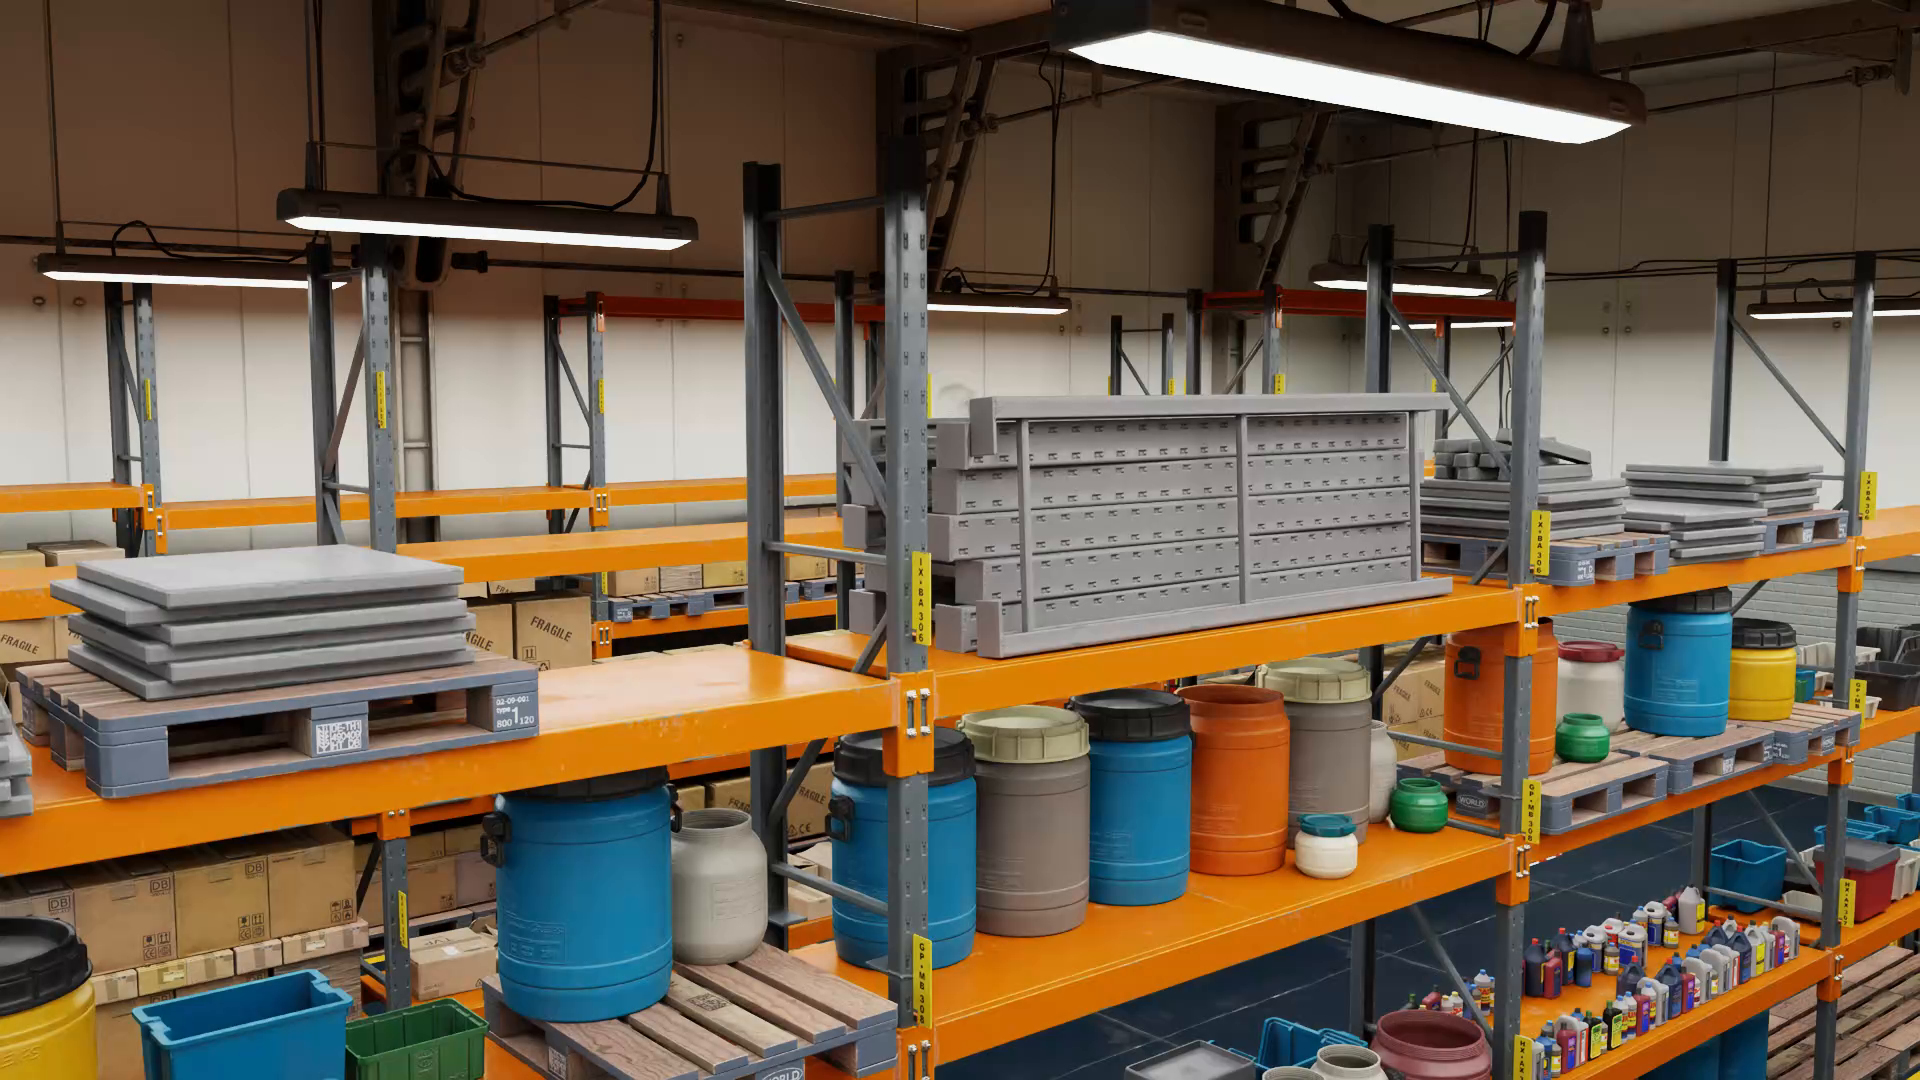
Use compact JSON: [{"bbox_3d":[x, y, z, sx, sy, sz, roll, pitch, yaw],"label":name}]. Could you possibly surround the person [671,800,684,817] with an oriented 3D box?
[{"bbox_3d":[-2.271,3.030,13.443,0.950,1.742,0.668,-4,7,-39],"label":"person"}]
